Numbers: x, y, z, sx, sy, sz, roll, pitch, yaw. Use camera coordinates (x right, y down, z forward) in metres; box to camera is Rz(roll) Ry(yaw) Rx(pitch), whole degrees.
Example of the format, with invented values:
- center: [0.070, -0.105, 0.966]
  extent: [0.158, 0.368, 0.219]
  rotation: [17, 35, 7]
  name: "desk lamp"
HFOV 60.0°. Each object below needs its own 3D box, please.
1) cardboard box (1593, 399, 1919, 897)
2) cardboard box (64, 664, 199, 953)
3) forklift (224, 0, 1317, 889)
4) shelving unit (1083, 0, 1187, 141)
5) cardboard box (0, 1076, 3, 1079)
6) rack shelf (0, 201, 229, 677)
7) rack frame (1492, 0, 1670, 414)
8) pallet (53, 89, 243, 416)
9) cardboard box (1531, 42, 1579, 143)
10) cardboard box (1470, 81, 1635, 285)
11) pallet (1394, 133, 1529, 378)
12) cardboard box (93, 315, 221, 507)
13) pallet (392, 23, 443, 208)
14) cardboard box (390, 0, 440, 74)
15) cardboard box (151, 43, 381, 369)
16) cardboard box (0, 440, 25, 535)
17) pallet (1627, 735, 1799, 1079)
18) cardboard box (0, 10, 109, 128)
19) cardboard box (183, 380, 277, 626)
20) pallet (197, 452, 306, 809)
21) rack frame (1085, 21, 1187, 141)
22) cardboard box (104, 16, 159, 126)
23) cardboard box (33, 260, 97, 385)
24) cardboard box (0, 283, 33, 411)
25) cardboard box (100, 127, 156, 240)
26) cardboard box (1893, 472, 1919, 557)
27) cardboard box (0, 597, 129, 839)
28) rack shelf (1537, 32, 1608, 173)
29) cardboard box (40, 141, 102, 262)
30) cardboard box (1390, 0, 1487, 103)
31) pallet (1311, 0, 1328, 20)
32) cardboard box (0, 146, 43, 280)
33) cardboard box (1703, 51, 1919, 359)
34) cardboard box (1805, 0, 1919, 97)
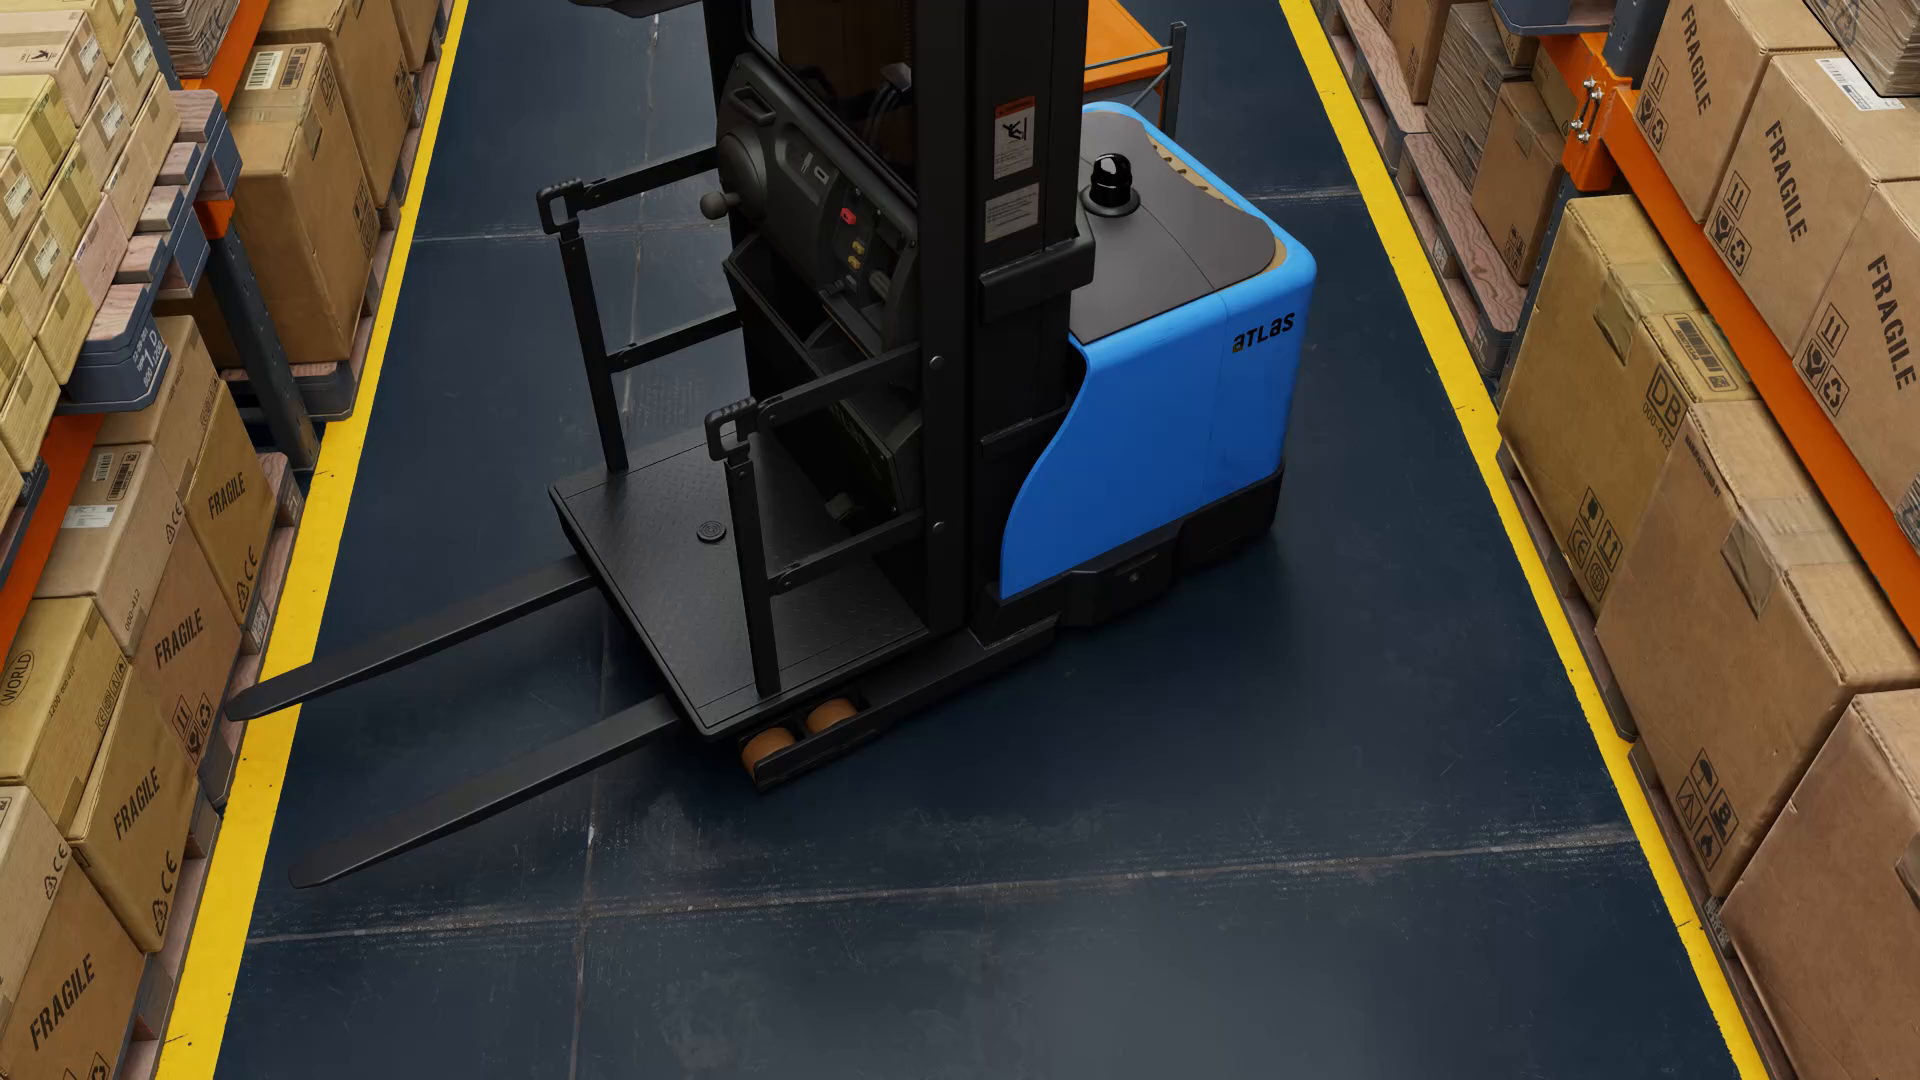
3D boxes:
- center: [2.433, 0.239, 4.132]
  extent: [1.225, 0.875, 0.875]
  rotation: [-3, 47, -3]
  name: "cardboard box"
- center: [-2.206, 0.668, 3.984]
  extent: [0.500, 0.500, 0.500]
  rotation: [-5, 47, -5]
  name: "cardboard box"
- center: [-0.536, -0.770, 3.960]
  extent: [3.031, 2.935, 1.130]
  rotation: [-24, 51, -21]
  name: "forklift"
- center: [0.280, -1.511, 5.906]
  extent: [0.538, 1.125, 1.048]
  rotation: [-17, 49, -16]
  name: "shelving unit"
- center: [-2.130, 1.411, 3.280]
  extent: [0.500, 0.500, 0.500]
  rotation: [-2, 47, -1]
  name: "cardboard box"
- center: [-2.454, 0.429, 3.273]
  extent: [1.077, 0.370, 4.000]
  rotation: [-3, 47, -3]
  name: "rack shelf"
- center: [2.329, -1.494, 4.599]
  extent: [1.000, 3.000, 0.127]
  rotation: [-3, 47, -3]
  name: "rack frame"
- center: [-2.456, -0.690, 3.970]
  extent: [1.213, 0.211, 1.003]
  rotation: [-3, 47, -3]
  name: "pallet"
- center: [2.243, -1.526, 5.531]
  extent: [0.500, 0.250, 0.500]
  rotation: [-2, 47, -2]
  name: "cardboard box"
- center: [2.253, -1.269, 5.804]
  extent: [0.700, 0.500, 0.500]
  rotation: [-6, 47, -5]
  name: "cardboard box"
- center: [2.265, -1.100, 6.147]
  extent: [1.003, 0.211, 1.213]
  rotation: [-3, 47, -3]
  name: "pallet"
- center: [-2.303, -0.329, 4.412]
  extent: [0.500, 0.250, 0.500]
  rotation: [-4, 47, -4]
  name: "cardboard box"
- center: [-2.712, -1.762, 6.773]
  extent: [1.003, 0.211, 1.213]
  rotation: [-3, 47, -3]
  name: "pallet"
- center: [-2.738, -2.388, 6.706]
  extent: [1.050, 0.750, 0.750]
  rotation: [-3, 47, -3]
  name: "cardboard box"
- center: [-2.583, -1.082, 5.469]
  extent: [1.050, 0.750, 0.750]
  rotation: [-4, 47, -4]
  name: "cardboard box"
- center: [-2.020, -0.066, 3.130]
  extent: [0.380, 0.149, 0.250]
  rotation: [-2, 47, -2]
  name: "cardboard box"
- center: [2.419, 0.921, 4.232]
  extent: [1.003, 0.211, 1.213]
  rotation: [-3, 47, -3]
  name: "pallet"
- center: [-2.105, -1.019, 3.623]
  extent: [0.380, 0.149, 0.250]
  rotation: [-4, 47, -4]
  name: "cardboard box"
- center: [-2.306, -0.090, 4.701]
  extent: [0.500, 0.500, 0.500]
  rotation: [-4, 47, -3]
  name: "cardboard box"
- center: [-2.558, 0.259, 4.859]
  extent: [1.003, 0.211, 1.213]
  rotation: [-3, 47, -3]
  name: "pallet"
- center: [0.479, -1.171, 5.585]
  extent: [0.500, 1.125, 0.032]
  rotation: [-17, 49, -16]
  name: "rack frame"
- center: [-2.127, -1.096, 3.901]
  extent: [0.380, 0.149, 0.250]
  rotation: [-3, 47, -2]
  name: "cardboard box"
- center: [-2.064, -0.448, 3.492]
  extent: [0.380, 0.149, 0.250]
  rotation: [-4, 47, -4]
  name: "cardboard box"
- center: [-2.039, -0.351, 3.196]
  extent: [0.380, 0.149, 0.250]
  rotation: [-4, 47, -4]
  name: "cardboard box"
- center: [-2.103, -0.814, 3.839]
  extent: [0.380, 0.149, 0.250]
  rotation: [-4, 47, -3]
  name: "cardboard box"
- center: [2.231, -0.054, 3.167]
  extent: [0.500, 0.500, 0.500]
  rotation: [-3, 47, -3]
  name: "cardboard box"
- center: [-2.223, 0.404, 3.717]
  extent: [0.500, 0.250, 0.500]
  rotation: [-2, 47, -2]
  name: "cardboard box"
- center: [2.162, -2.693, 6.230]
  extent: [1.077, 0.370, 4.000]
  rotation: [-3, 47, -3]
  name: "rack shelf"
- center: [-2.078, -0.712, 3.538]
  extent: [0.380, 0.149, 0.250]
  rotation: [-2, 47, -2]
  name: "cardboard box"
- center: [2.140, -2.079, 6.572]
  extent: [0.700, 0.500, 0.500]
  rotation: [0, 47, 0]
  name: "cardboard box"
- center: [2.061, -2.865, 7.818]
  extent: [1.003, 0.211, 1.213]
  rotation: [-3, 47, -3]
  name: "pallet"
- center: [-2.057, -0.637, 3.261]
  extent: [0.380, 0.149, 0.250]
  rotation: [-2, 47, -2]
  name: "cardboard box"
- center: [2.144, -0.787, 3.860]
  extent: [0.500, 0.500, 0.500]
  rotation: [-5, 47, -4]
  name: "cardboard box"
- center: [2.374, -1.343, 3.696]
  extent: [0.797, 0.503, 0.637]
  rotation: [-2, 47, -2]
  name: "cardboard box"
